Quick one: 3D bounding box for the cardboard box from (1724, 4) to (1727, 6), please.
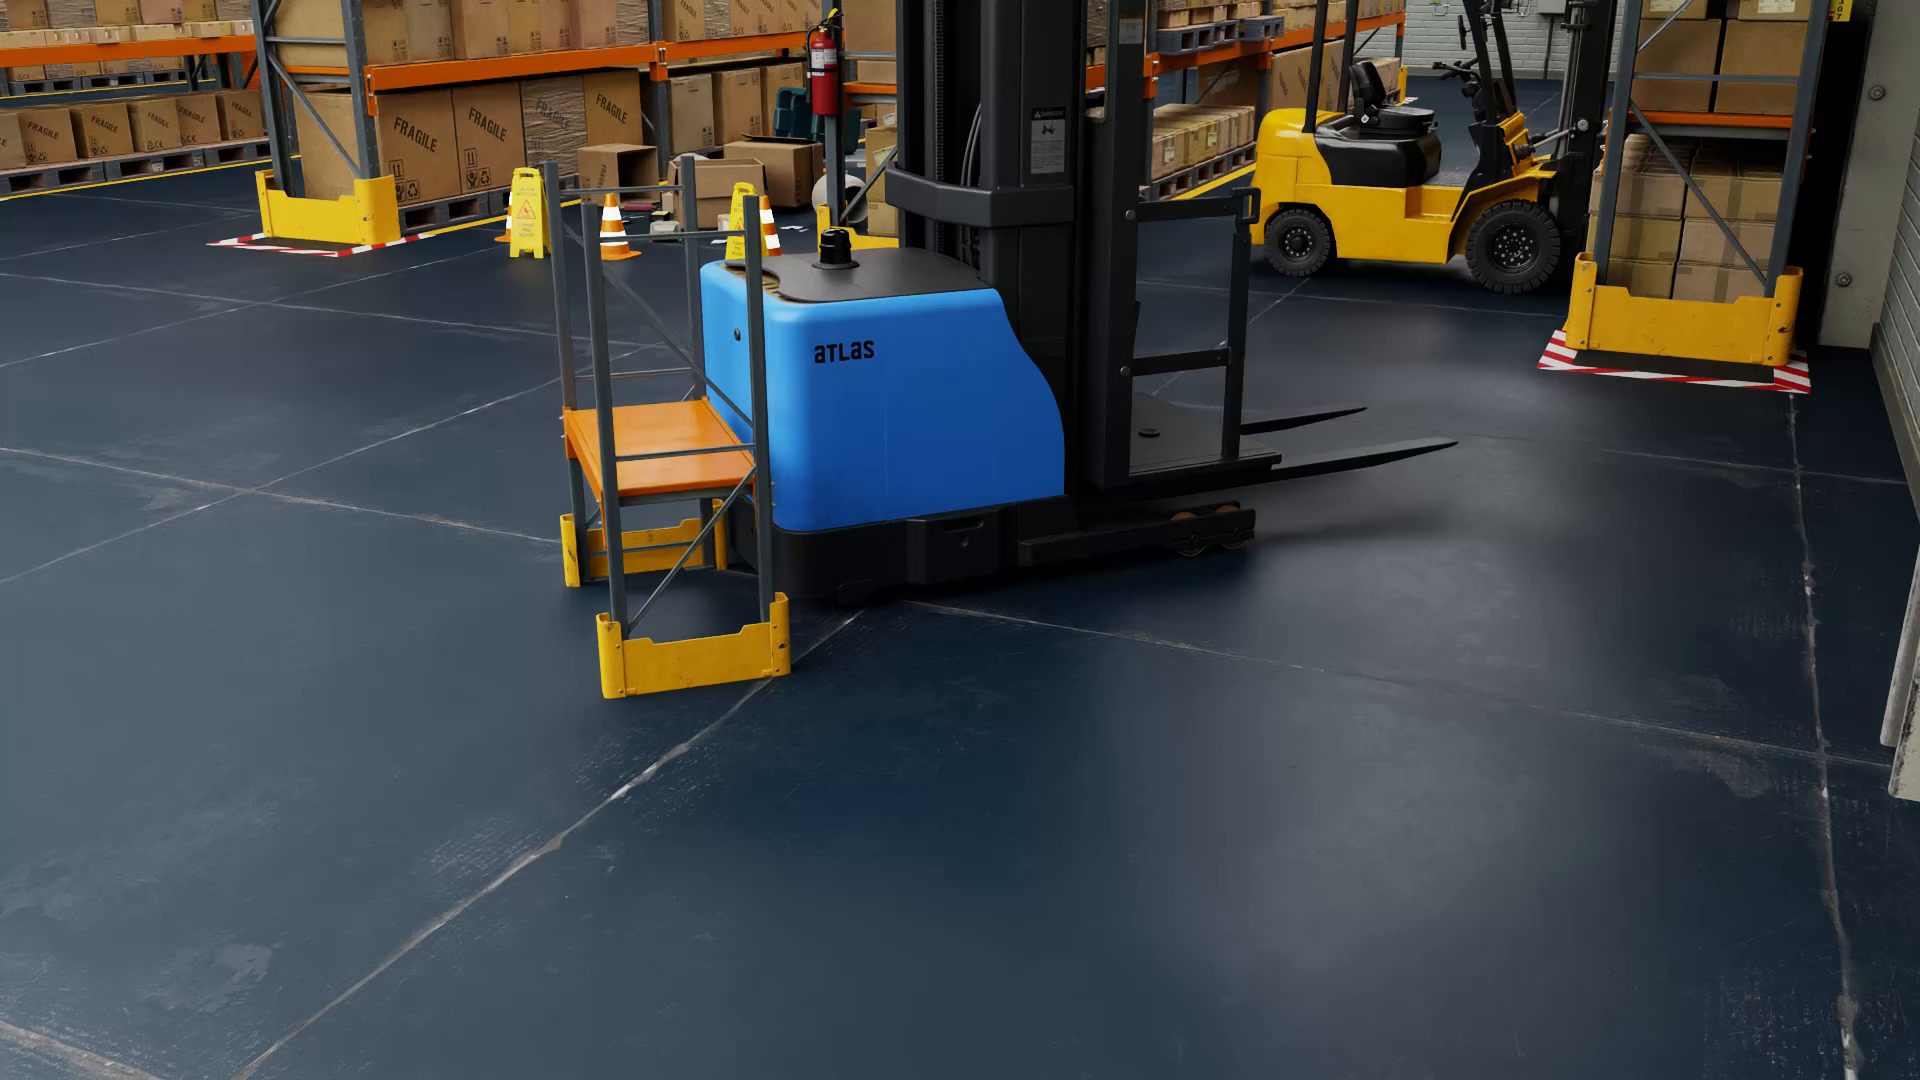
[{"bbox_3d":[5.116,-3.511,11.716,0.500,0.500,0.500,9,21,24],"label":"cardboard box"}]

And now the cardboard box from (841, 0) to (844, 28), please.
[{"bbox_3d":[-1.655,-6.149,19.134,0.500,0.500,0.500,9,21,23],"label":"cardboard box"}]

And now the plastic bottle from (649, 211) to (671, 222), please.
[{"bbox_3d":[-2.542,-2.752,14.115,0.133,0.061,0.283,1,20,4],"label":"plastic bottle"}]

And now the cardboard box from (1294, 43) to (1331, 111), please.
[{"bbox_3d":[3.936,-5.570,20.199,0.875,0.875,0.875,9,22,24],"label":"cardboard box"}]

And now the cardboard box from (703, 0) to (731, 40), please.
[{"bbox_3d":[-2.687,-5.379,16.968,0.500,0.500,0.500,9,21,23],"label":"cardboard box"}]

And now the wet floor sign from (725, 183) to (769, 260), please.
[{"bbox_3d":[-1.488,-2.162,11.586,0.267,0.644,0.232,18,26,41],"label":"wet floor sign"}]

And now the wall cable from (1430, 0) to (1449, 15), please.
[{"bbox_3d":[8.405,-10.294,29.375,0.585,1.953,0.123,9,21,23],"label":"wall cable"}]

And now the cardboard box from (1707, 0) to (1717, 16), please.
[{"bbox_3d":[4.222,-3.153,9.741,0.380,0.149,0.250,9,21,24],"label":"cardboard box"}]

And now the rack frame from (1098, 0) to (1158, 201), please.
[{"bbox_3d":[1.204,-4.405,14.380,1.000,3.000,0.127,9,21,23],"label":"rack frame"}]

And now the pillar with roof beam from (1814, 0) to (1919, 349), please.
[{"bbox_3d":[1.276,-6.009,9.936,9.100,9.000,0.400,9,21,23],"label":"pillar with roof beam"}]

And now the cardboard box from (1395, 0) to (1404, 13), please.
[{"bbox_3d":[6.162,-7.937,24.161,0.500,0.500,0.500,9,21,23],"label":"cardboard box"}]

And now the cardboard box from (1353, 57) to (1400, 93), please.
[{"bbox_3d":[5.939,-6.849,24.448,0.875,0.438,0.875,8,21,21],"label":"cardboard box"}]

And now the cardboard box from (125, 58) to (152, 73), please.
[{"bbox_3d":[-13.954,-8.107,27.863,0.500,0.500,0.500,9,21,23],"label":"cardboard box"}]

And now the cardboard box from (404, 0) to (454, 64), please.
[{"bbox_3d":[-4.676,-4.192,13.557,0.875,0.550,0.550,9,21,23],"label":"cardboard box"}]

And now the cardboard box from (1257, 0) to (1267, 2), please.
[{"bbox_3d":[2.909,-5.836,17.183,0.500,0.500,0.500,8,21,21],"label":"cardboard box"}]

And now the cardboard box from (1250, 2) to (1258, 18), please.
[{"bbox_3d":[2.816,-5.400,16.925,0.380,0.149,0.250,8,21,22],"label":"cardboard box"}]

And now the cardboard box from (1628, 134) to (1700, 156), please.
[{"bbox_3d":[4.838,-2.686,11.528,0.500,0.250,0.500,9,22,25],"label":"cardboard box"}]

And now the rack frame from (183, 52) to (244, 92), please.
[{"bbox_3d":[-10.718,-7.668,23.553,1.000,3.000,0.127,9,21,23],"label":"rack frame"}]

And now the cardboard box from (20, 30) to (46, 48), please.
[{"bbox_3d":[-8.822,-4.706,15.600,0.380,0.149,0.250,9,21,23],"label":"cardboard box"}]

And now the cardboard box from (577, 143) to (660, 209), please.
[{"bbox_3d":[-3.053,-3.262,14.891,0.500,0.500,0.500,13,23,32],"label":"cardboard box"}]

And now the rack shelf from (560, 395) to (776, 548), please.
[{"bbox_3d":[-0.982,-0.248,5.466,0.538,0.185,1.000,-7,21,-18],"label":"rack shelf"}]

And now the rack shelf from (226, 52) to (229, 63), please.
[{"bbox_3d":[-7.018,-6.038,20.043,1.077,0.370,4.000,9,21,23],"label":"rack shelf"}]

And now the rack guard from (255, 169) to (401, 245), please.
[{"bbox_3d":[-5.001,-2.646,13.163,1.175,0.500,0.348,9,21,23],"label":"rack guard"}]

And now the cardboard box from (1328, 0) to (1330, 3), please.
[{"bbox_3d":[4.116,-6.535,19.845,0.500,0.250,0.500,9,22,24],"label":"cardboard box"}]

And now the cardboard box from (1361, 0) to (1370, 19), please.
[{"bbox_3d":[5.121,-7.159,21.973,0.500,0.500,0.500,9,21,23],"label":"cardboard box"}]

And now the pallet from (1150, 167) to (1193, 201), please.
[{"bbox_3d":[1.521,-3.330,15.517,1.003,0.211,1.213,9,21,23],"label":"pallet"}]

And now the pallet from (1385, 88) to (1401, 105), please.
[{"bbox_3d":[5.862,-6.505,24.444,1.003,0.211,1.213,9,21,23],"label":"pallet"}]

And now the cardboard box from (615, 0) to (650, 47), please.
[{"bbox_3d":[-3.494,-5.010,15.856,0.875,0.550,0.550,9,21,23],"label":"cardboard box"}]

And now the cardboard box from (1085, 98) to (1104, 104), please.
[{"bbox_3d":[1.206,-3.443,14.032,0.500,0.500,0.500,8,21,22],"label":"cardboard box"}]

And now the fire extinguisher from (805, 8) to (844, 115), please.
[{"bbox_3d":[-0.901,-3.174,11.034,0.296,0.674,0.183,9,21,23],"label":"fire extinguisher"}]

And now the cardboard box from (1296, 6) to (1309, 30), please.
[{"bbox_3d":[3.686,-5.992,19.064,0.500,0.250,0.500,9,22,24],"label":"cardboard box"}]

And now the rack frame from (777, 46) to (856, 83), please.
[{"bbox_3d":[-1.716,-6.277,19.641,1.000,3.000,0.127,9,21,23],"label":"rack frame"}]

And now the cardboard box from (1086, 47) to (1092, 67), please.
[{"bbox_3d":[0.805,-3.762,12.945,0.380,0.149,0.250,8,21,22],"label":"cardboard box"}]

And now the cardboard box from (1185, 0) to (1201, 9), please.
[{"bbox_3d":[1.862,-5.048,14.966,0.500,0.500,0.500,9,21,23],"label":"cardboard box"}]

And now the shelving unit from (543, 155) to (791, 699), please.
[{"bbox_3d":[-0.985,-0.421,5.413,0.587,1.500,1.083,-7,21,-18],"label":"shelving unit"}]

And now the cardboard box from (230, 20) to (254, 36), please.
[{"bbox_3d":[-7.768,-5.466,17.736,0.380,0.149,0.250,9,21,23],"label":"cardboard box"}]

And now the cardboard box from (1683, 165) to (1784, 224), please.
[{"bbox_3d":[4.465,-1.997,9.593,0.500,0.250,0.500,8,21,22],"label":"cardboard box"}]

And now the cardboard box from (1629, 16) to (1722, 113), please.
[{"bbox_3d":[4.058,-2.736,9.537,0.500,0.500,0.500,8,21,21],"label":"cardboard box"}]

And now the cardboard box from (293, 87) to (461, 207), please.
[{"bbox_3d":[-4.774,-3.244,13.659,0.875,0.875,0.875,9,21,23],"label":"cardboard box"}]

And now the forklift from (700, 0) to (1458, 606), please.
[{"bbox_3d":[0.572,-1.469,6.227,3.031,2.935,1.130,-9,21,-23],"label":"forklift"}]

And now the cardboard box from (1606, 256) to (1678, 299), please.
[{"bbox_3d":[4.000,-1.592,9.946,0.500,0.250,0.500,9,21,23],"label":"cardboard box"}]

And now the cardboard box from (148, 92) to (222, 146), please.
[{"bbox_3d":[-8.265,-4.492,17.728,0.500,0.500,0.500,17,26,40],"label":"cardboard box"}]

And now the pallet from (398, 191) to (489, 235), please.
[{"bbox_3d":[-4.735,-2.772,13.949,1.003,0.211,1.213,9,21,23],"label":"pallet"}]

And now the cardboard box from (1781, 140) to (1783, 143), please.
[{"bbox_3d":[5.515,-2.765,11.752,0.500,0.250,0.500,8,21,22],"label":"cardboard box"}]

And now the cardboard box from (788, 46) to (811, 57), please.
[{"bbox_3d":[-3.112,-8.424,28.223,0.875,0.875,0.875,9,21,23],"label":"cardboard box"}]

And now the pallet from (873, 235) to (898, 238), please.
[{"bbox_3d":[-0.038,-2.136,12.159,1.003,0.211,1.213,9,21,23],"label":"pallet"}]

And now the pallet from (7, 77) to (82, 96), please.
[{"bbox_3d":[-14.895,-7.258,26.561,1.003,0.211,1.213,9,21,23],"label":"pallet"}]

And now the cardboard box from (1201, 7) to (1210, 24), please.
[{"bbox_3d":[2.121,-4.931,15.606,0.380,0.149,0.250,9,21,23],"label":"cardboard box"}]

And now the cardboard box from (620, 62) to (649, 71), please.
[{"bbox_3d":[-5.170,-6.936,24.039,1.225,0.875,0.875,8,21,21],"label":"cardboard box"}]

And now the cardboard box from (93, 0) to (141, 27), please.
[{"bbox_3d":[-8.670,-5.362,16.475,0.875,0.500,0.500,9,21,23],"label":"cardboard box"}]

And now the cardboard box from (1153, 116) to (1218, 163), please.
[{"bbox_3d":[1.991,-3.959,16.419,0.950,0.372,0.625,9,22,24],"label":"cardboard box"}]

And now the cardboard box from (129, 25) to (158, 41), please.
[{"bbox_3d":[-8.285,-5.084,16.663,0.380,0.149,0.250,9,21,23],"label":"cardboard box"}]
